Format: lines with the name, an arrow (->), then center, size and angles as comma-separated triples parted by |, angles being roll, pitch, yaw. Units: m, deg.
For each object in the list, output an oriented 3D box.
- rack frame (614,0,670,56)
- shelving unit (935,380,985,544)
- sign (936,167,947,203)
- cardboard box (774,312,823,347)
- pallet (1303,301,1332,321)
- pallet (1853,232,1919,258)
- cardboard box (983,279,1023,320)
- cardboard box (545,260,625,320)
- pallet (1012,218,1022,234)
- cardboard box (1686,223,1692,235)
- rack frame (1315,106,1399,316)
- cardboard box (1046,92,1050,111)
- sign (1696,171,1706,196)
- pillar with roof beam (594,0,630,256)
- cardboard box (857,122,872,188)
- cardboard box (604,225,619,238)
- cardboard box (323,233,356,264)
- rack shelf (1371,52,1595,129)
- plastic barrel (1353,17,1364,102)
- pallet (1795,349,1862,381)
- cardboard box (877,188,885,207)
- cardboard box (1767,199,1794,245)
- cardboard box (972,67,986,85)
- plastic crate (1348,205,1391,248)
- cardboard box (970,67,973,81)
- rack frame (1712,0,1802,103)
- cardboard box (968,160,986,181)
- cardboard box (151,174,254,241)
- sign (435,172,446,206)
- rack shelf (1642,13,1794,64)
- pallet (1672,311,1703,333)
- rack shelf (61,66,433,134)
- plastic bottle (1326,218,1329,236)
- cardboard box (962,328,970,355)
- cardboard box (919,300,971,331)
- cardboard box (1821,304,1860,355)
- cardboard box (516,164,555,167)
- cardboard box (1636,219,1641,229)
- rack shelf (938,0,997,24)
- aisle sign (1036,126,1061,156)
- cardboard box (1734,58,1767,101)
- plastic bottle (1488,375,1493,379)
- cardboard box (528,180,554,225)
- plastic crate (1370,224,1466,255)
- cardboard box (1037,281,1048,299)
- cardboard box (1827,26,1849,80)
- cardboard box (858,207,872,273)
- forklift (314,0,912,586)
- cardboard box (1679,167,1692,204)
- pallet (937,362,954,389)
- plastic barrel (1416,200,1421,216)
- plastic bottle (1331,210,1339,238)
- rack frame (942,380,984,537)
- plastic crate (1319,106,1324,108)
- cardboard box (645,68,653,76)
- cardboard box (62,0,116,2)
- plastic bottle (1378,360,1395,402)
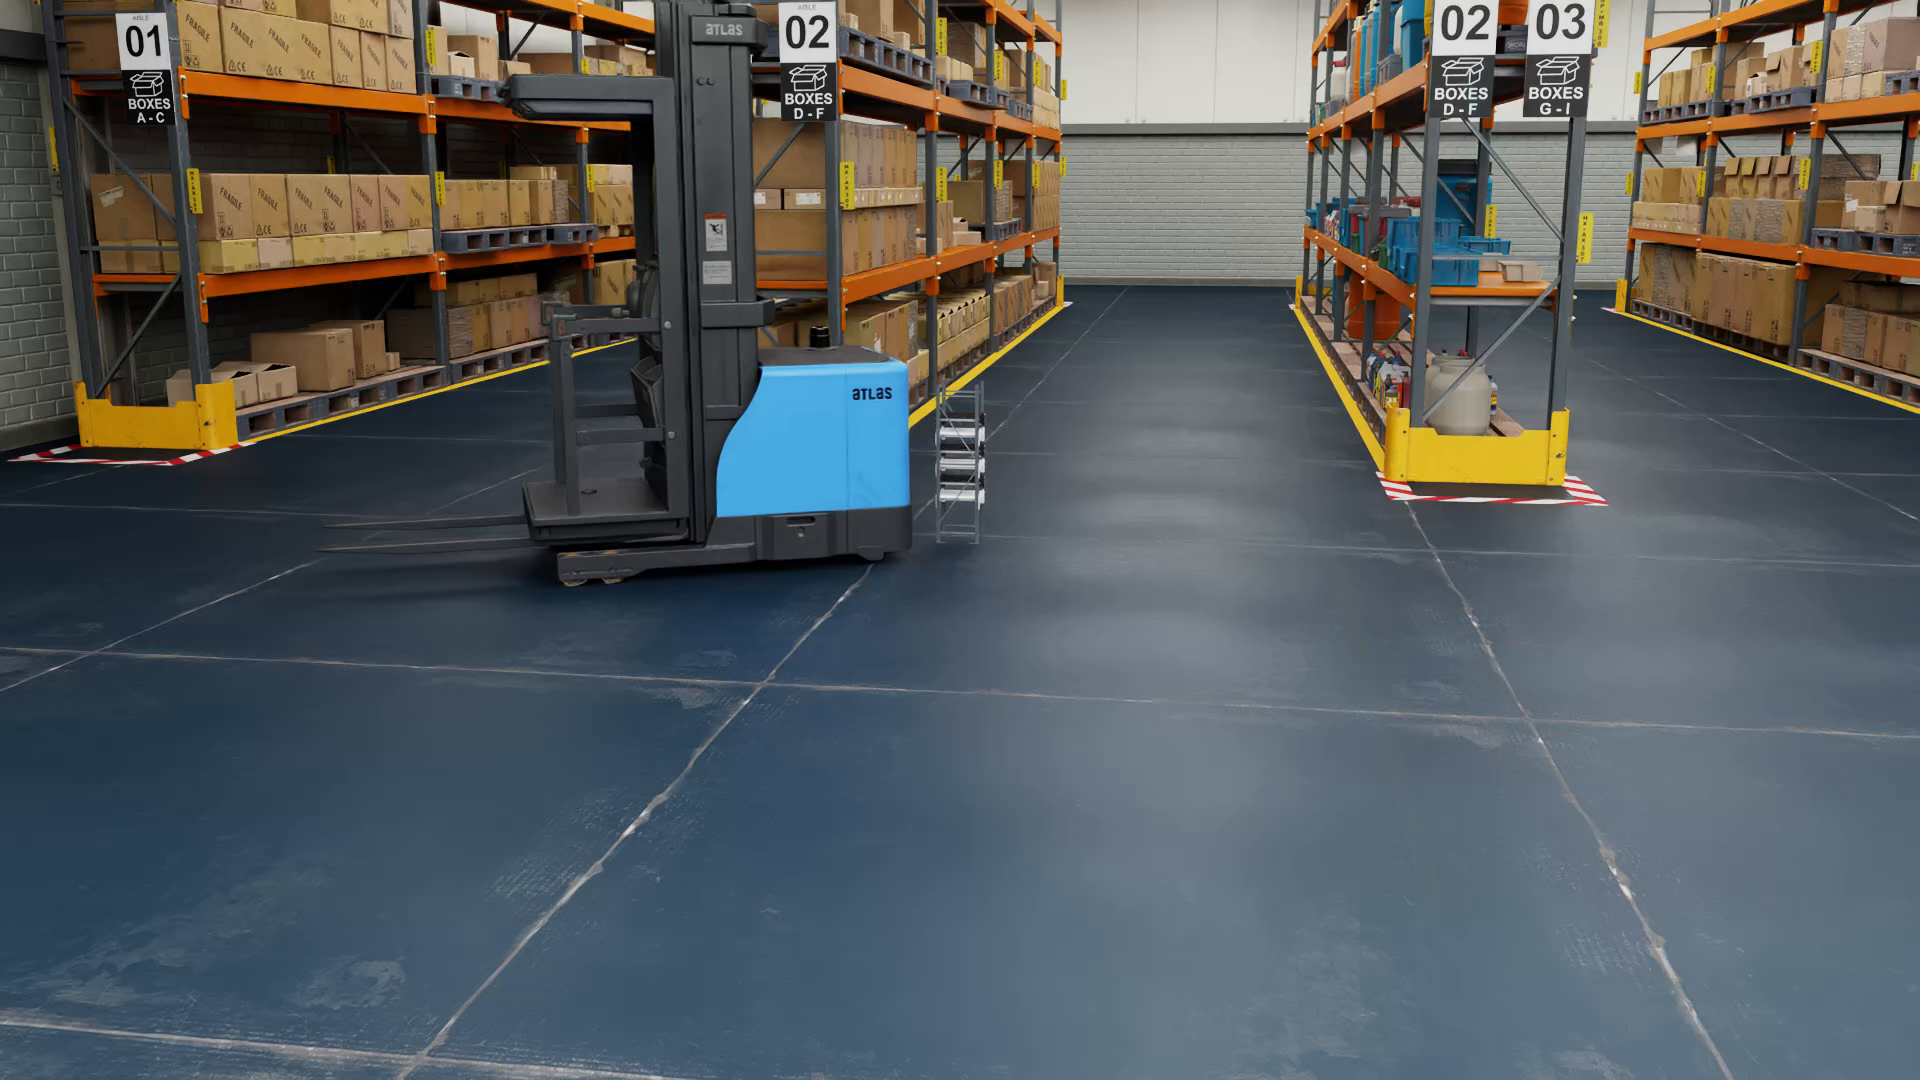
rack frame -> -4.385, -7.620, 23.493 | 1.000, 3.000, 0.127 | 2, 12, 9
shelving unit -> 0.001, -0.442, 9.406 | 0.258, 0.900, 0.210 | 2, 12, 9
sign -> -0.171, -3.307, 15.475 | 0.100, 0.325, 0.005 | 2, 12, 9
cardboard box -> -1.408, -1.588, 13.490 | 0.500, 0.500, 0.500 | 2, 12, 9
pallet -> 5.664, -3.413, 24.828 | 1.003, 0.211, 1.213 | 2, 12, 9
pallet -> 9.419, -2.866, 16.130 | 1.003, 0.211, 1.213 | 2, 12, 9
cardboard box -> 0.556, -3.202, 22.121 | 0.500, 0.500, 0.500 | 2, 12, 9
cardboard box -> -4.758, -3.158, 21.135 | 0.750, 0.750, 0.750 | 2, 12, 8
pallet -> 0.279, -4.271, 22.649 | 1.003, 0.211, 1.213 | 2, 12, 9
cardboard box -> 10.061, -4.211, 22.511 | 0.380, 0.149, 0.250 | 2, 12, 10
rack frame -> 5.404, -4.367, 22.636 | 1.000, 3.000, 0.127 | 2, 12, 9
cardboard box -> 1.071, -6.571, 24.911 | 0.500, 0.250, 0.500 | 2, 12, 9
sign -> 9.749, -4.686, 21.874 | 0.100, 0.325, 0.005 | 2, 12, 9
pillar with roof beam -> -0.878, -7.655, 23.652 | 9.100, 9.000, 0.400 | 2, 12, 9
cardboard box -> -1.091, -3.036, 13.142 | 0.700, 0.500, 0.500 | 2, 12, 9
cardboard box -> -4.549, -3.908, 21.055 | 0.380, 0.149, 0.250 | 2, 12, 10
cardboard box -> -5.612, -2.537, 14.454 | 0.500, 0.250, 0.500 | 2, 12, 9
rack shelf -> 3.866, -3.400, 12.736 | 1.077, 0.370, 4.000 | 2, 12, 9
plastic barrel -> 4.348, -4.910, 17.019 | 0.600, 0.830, 0.708 | 2, 12, 9
pallet -> 9.561, -1.848, 17.567 | 1.003, 0.211, 1.213 | 2, 12, 9
cardboard box -> -0.825, -2.791, 13.546 | 0.380, 0.149, 0.250 | 2, 12, 9
cardboard box -> 9.596, -3.637, 19.012 | 0.500, 0.500, 0.500 | 2, 12, 8
cardboard box -> -0.071, -5.303, 19.620 | 0.910, 0.500, 0.500 | 2, 12, 9
plastic crate -> 4.238, -3.239, 17.251 | 0.402, 0.464, 0.583 | 2, 12, 9
cardboard box -> -0.119, -5.197, 18.729 | 0.500, 0.250, 0.500 | 1, 12, 4
rack frame -> 10.298, -7.139, 21.259 | 1.000, 3.000, 0.127 | 2, 12, 9
cardboard box -> 0.332, -5.179, 23.796 | 0.500, 0.500, 0.500 | 2, 12, 9
cardboard box -> -5.860, -2.582, 12.885 | 0.500, 0.500, 0.500 | 2, 12, 9
sign -> -5.078, -3.430, 16.233 | 0.100, 0.325, 0.005 | 2, 12, 9
rack shelf -> 10.606, -7.008, 23.309 | 1.077, 0.370, 4.000 | 2, 12, 9
pallet -> 10.492, -2.999, 22.908 | 1.003, 0.211, 1.213 | 2, 12, 9
rack shelf -> -5.923, -3.721, 14.226 | 1.077, 0.370, 4.000 | 2, 12, 9
plastic bottle -> 4.855, -4.120, 21.798 | 0.097, 0.271, 0.097 | 0, 12, 0
cardboard box -> -0.177, -2.120, 17.740 | 0.500, 0.250, 0.500 | 2, 12, 10
cardboard box -> -0.175, -2.396, 17.690 | 0.500, 0.311, 0.500 | 2, 12, 10
cardboard box -> 9.600, -2.227, 17.594 | 0.700, 0.500, 0.500 | 1, 12, 6
cardboard box -> -5.187, -4.529, 20.616 | 0.500, 0.250, 0.500 | 2, 12, 10
cardboard box -> 10.495, -4.800, 25.240 | 0.380, 0.149, 0.250 | 2, 12, 8
rack shelf -> -0.413, -5.665, 17.075 | 1.077, 0.370, 4.000 | 2, 12, 9
aisle sign -> 1.439, -6.636, 26.994 | 0.394, 0.787, 0.004 | 2, 12, 9
cardboard box -> 10.219, -5.806, 20.959 | 0.700, 0.500, 0.500 | 2, 12, 10
plastic bottle -> 4.198, -1.170, 13.205 | 0.061, 0.283, 0.133 | 2, 12, 10
cardboard box -> -5.122, -3.904, 19.205 | 0.700, 0.500, 0.500 | 1, 12, 3
plastic crate -> 3.968, -2.566, 14.429 | 0.767, 0.338, 0.504 | 2, 12, 9
cardboard box -> 1.109, -3.914, 26.016 | 0.500, 0.250, 0.500 | 2, 12, 9
cardboard box -> 9.356, -5.044, 17.233 | 0.500, 0.500, 0.500 | 2, 12, 9
cardboard box -> -1.093, -2.388, 13.218 | 0.700, 0.500, 0.500 | 2, 12, 9
forklift -> -1.833, -1.323, 8.675 | 3.031, 2.935, 1.130 | -4, 13, -16
cardboard box -> 10.186, -4.853, 22.764 | 0.500, 0.500, 0.500 | 2, 12, 9
pallet -> -0.645, -1.654, 16.668 | 1.003, 0.211, 1.213 | 2, 12, 9
plastic barrel -> 4.538, -2.960, 15.785 | 0.433, 0.535, 0.433 | 0, 12, 0
plastic bottle -> 4.720, -3.944, 20.791 | 0.144, 0.351, 0.185 | 2, 12, 9
rack frame -> 0.017, -0.463, 9.505 | 0.240, 0.900, 0.006 | 2, 12, 9
plastic crate -> 5.229, -5.951, 23.265 | 0.416, 0.233, 0.300 | 2, 12, 9
cardboard box -> -4.629, -6.238, 22.919 | 0.700, 0.500, 0.500 | 1, 12, 6
cardboard box -> -6.423, -4.302, 12.556 | 0.500, 0.500, 0.500 | 2, 12, 11
plastic bottle -> 3.517, -1.300, 13.651 | 0.144, 0.351, 0.185 | 2, 12, 11
